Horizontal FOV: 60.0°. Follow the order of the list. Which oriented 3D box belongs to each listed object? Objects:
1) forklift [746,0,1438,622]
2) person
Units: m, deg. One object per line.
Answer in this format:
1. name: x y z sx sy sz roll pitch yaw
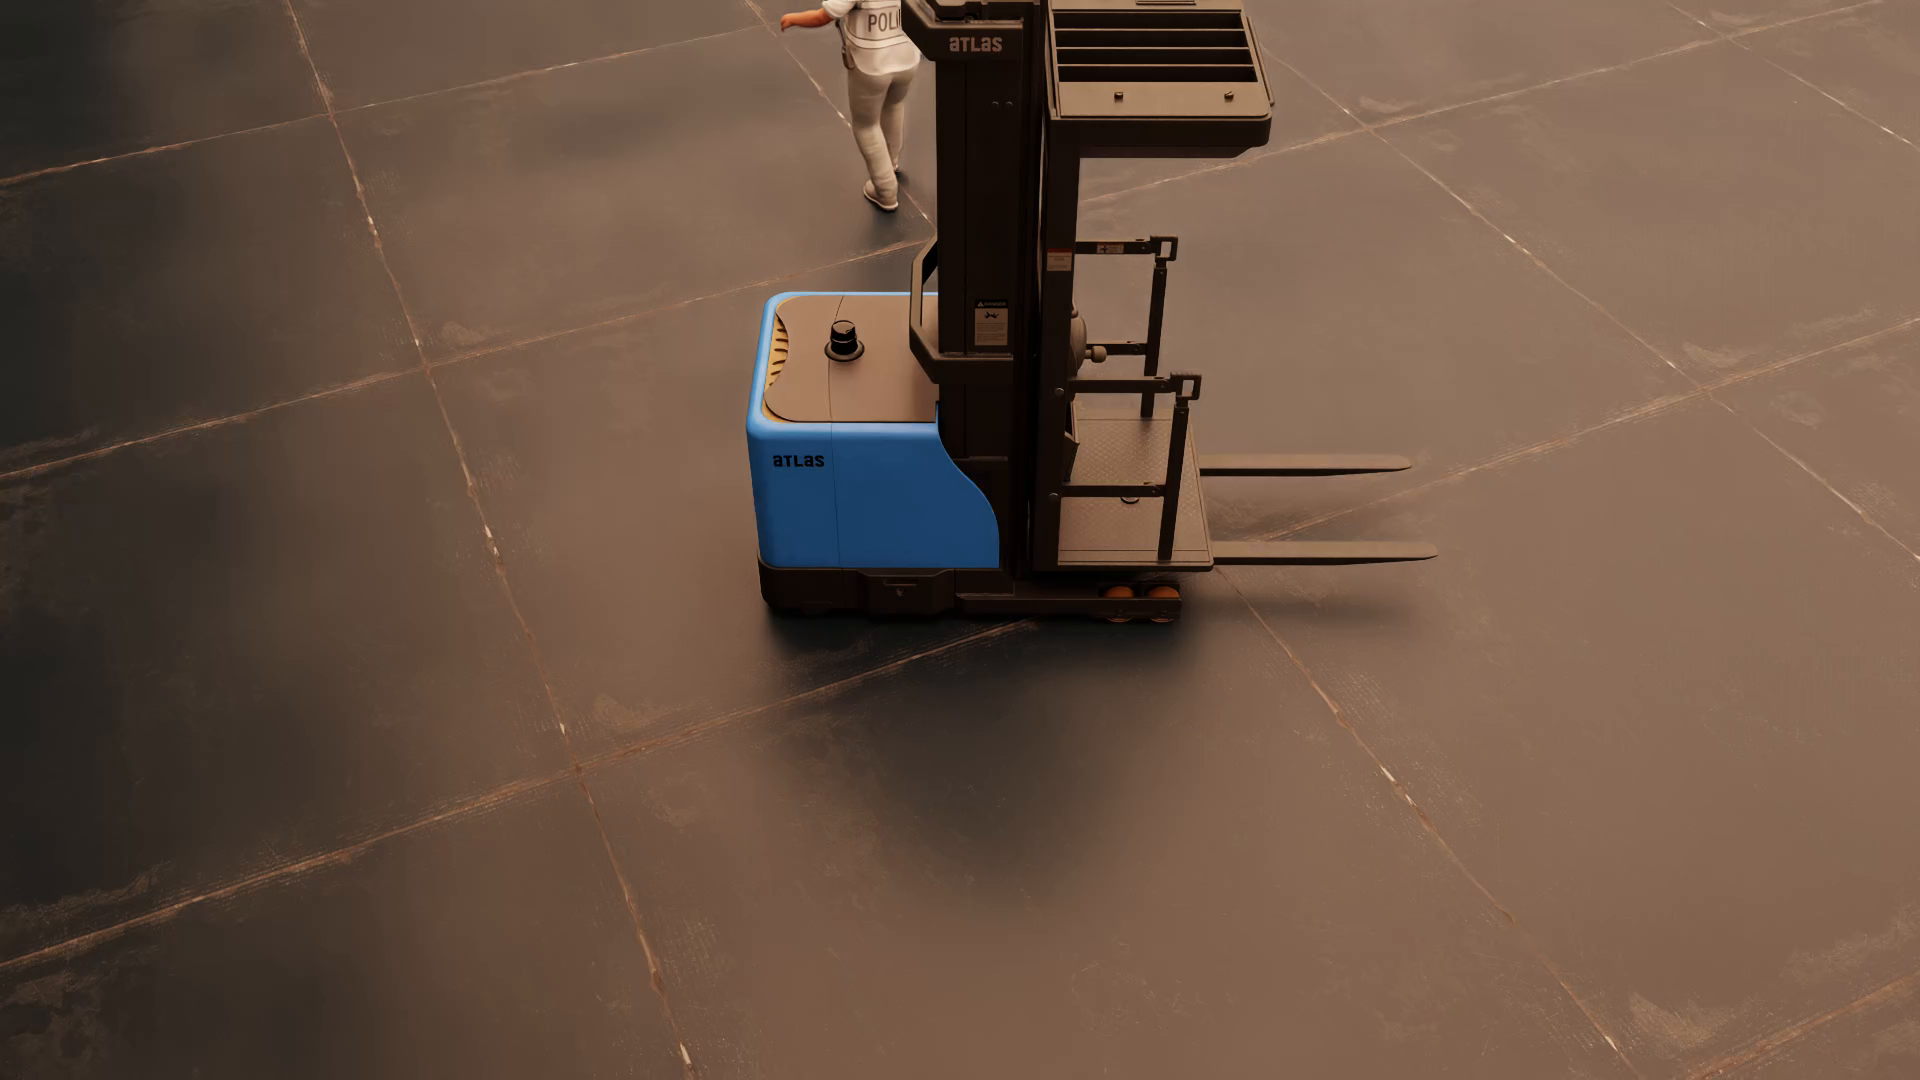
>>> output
1. forklift: 0.624 -1.070 6.827 3.031 2.935 1.130 0 43 0
2. person: -0.468 -2.809 9.613 1.011 1.756 0.699 -21 47 -21
